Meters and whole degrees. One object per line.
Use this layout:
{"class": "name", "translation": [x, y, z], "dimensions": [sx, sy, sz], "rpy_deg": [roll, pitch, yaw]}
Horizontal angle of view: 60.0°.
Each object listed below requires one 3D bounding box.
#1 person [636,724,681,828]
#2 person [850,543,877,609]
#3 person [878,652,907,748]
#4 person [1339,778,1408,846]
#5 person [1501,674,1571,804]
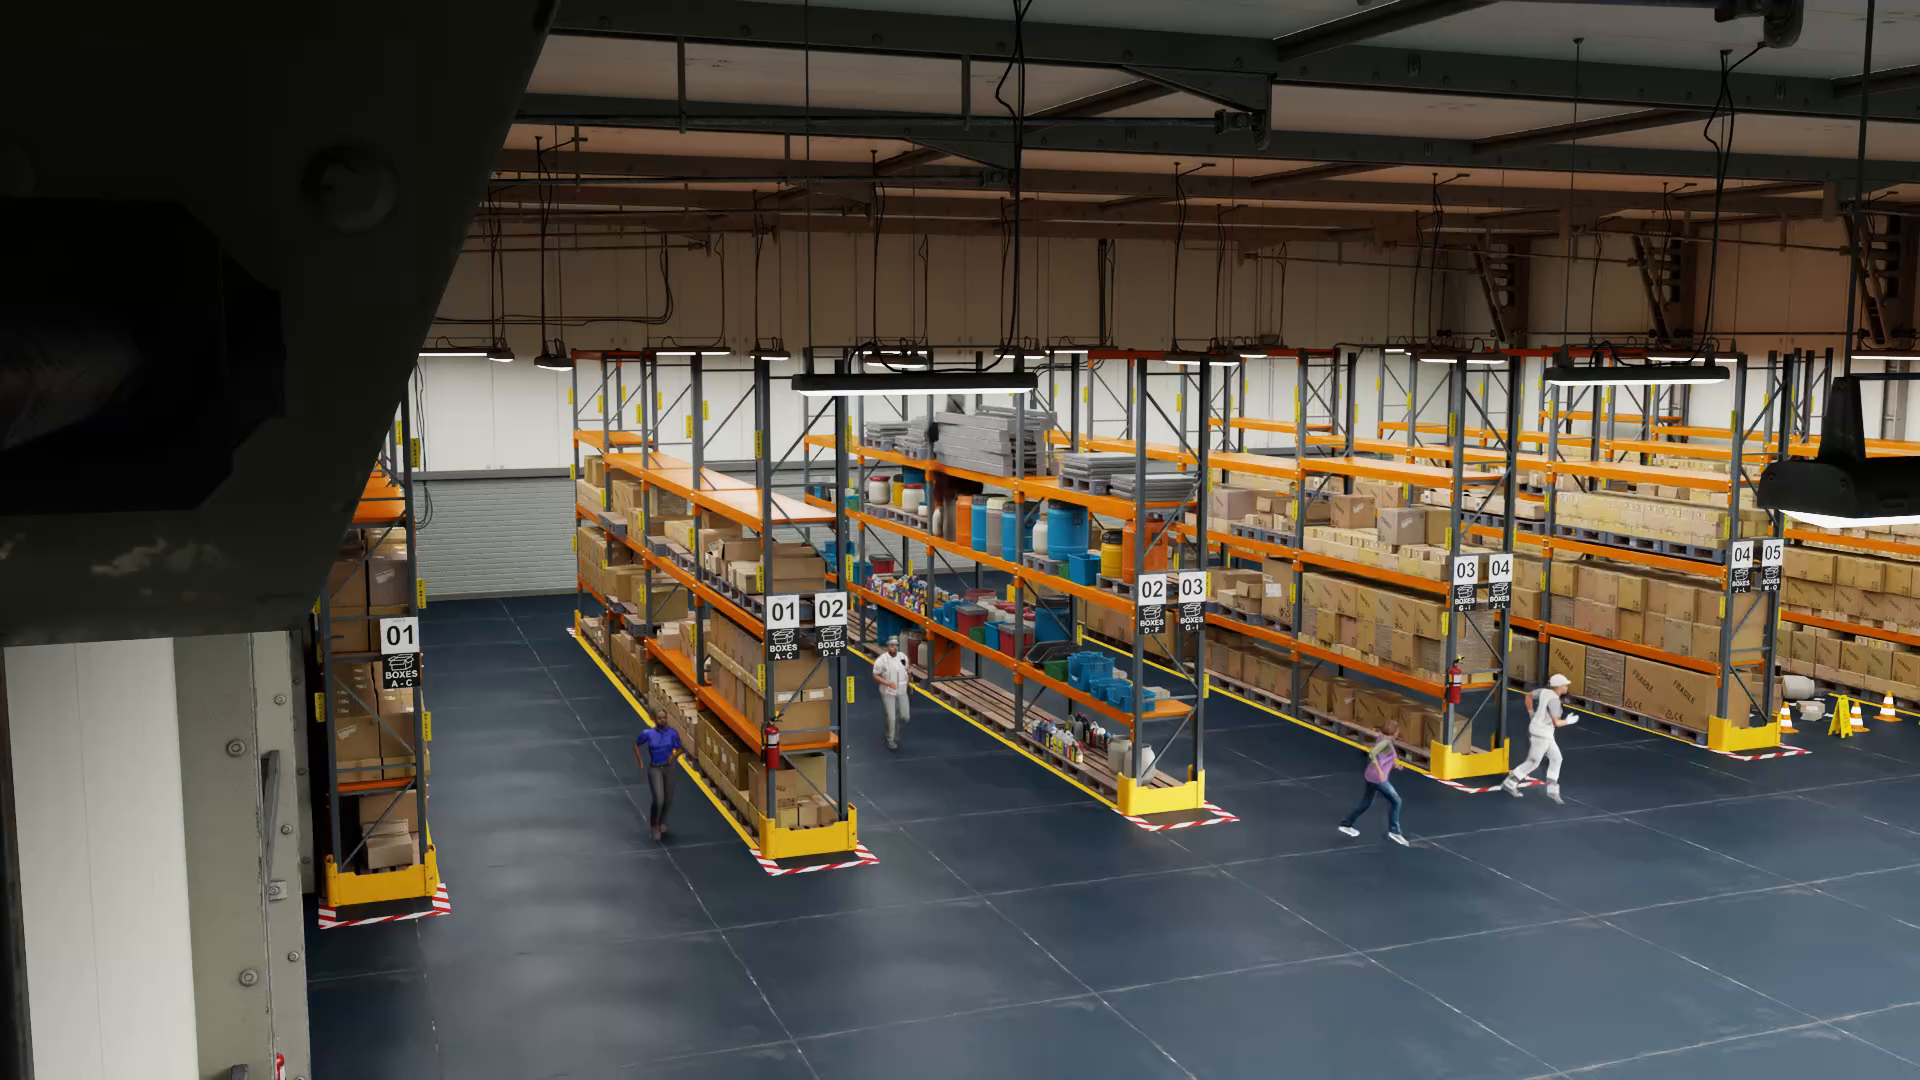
{"class": "person", "translation": [-3.747, 2.974, 20.853], "dimensions": [0.518, 1.339, 0.618], "rpy_deg": [-4, 8, -26]}
{"class": "person", "translation": [-2.258, 0.844, 38.093], "dimensions": [0.680, 1.573, 0.584], "rpy_deg": [2, 7, 14]}
{"class": "person", "translation": [-1.031, 2.446, 25.484], "dimensions": [0.430, 1.472, 0.433], "rpy_deg": [-3, 8, -23]}
{"class": "person", "translation": [5.151, 3.307, 20.652], "dimensions": [0.841, 0.961, 0.349], "rpy_deg": [1, 7, 7]}
{"class": "person", "translation": [7.784, 2.701, 22.477], "dimensions": [0.852, 1.825, 0.685], "rpy_deg": [1, 7, 11]}
